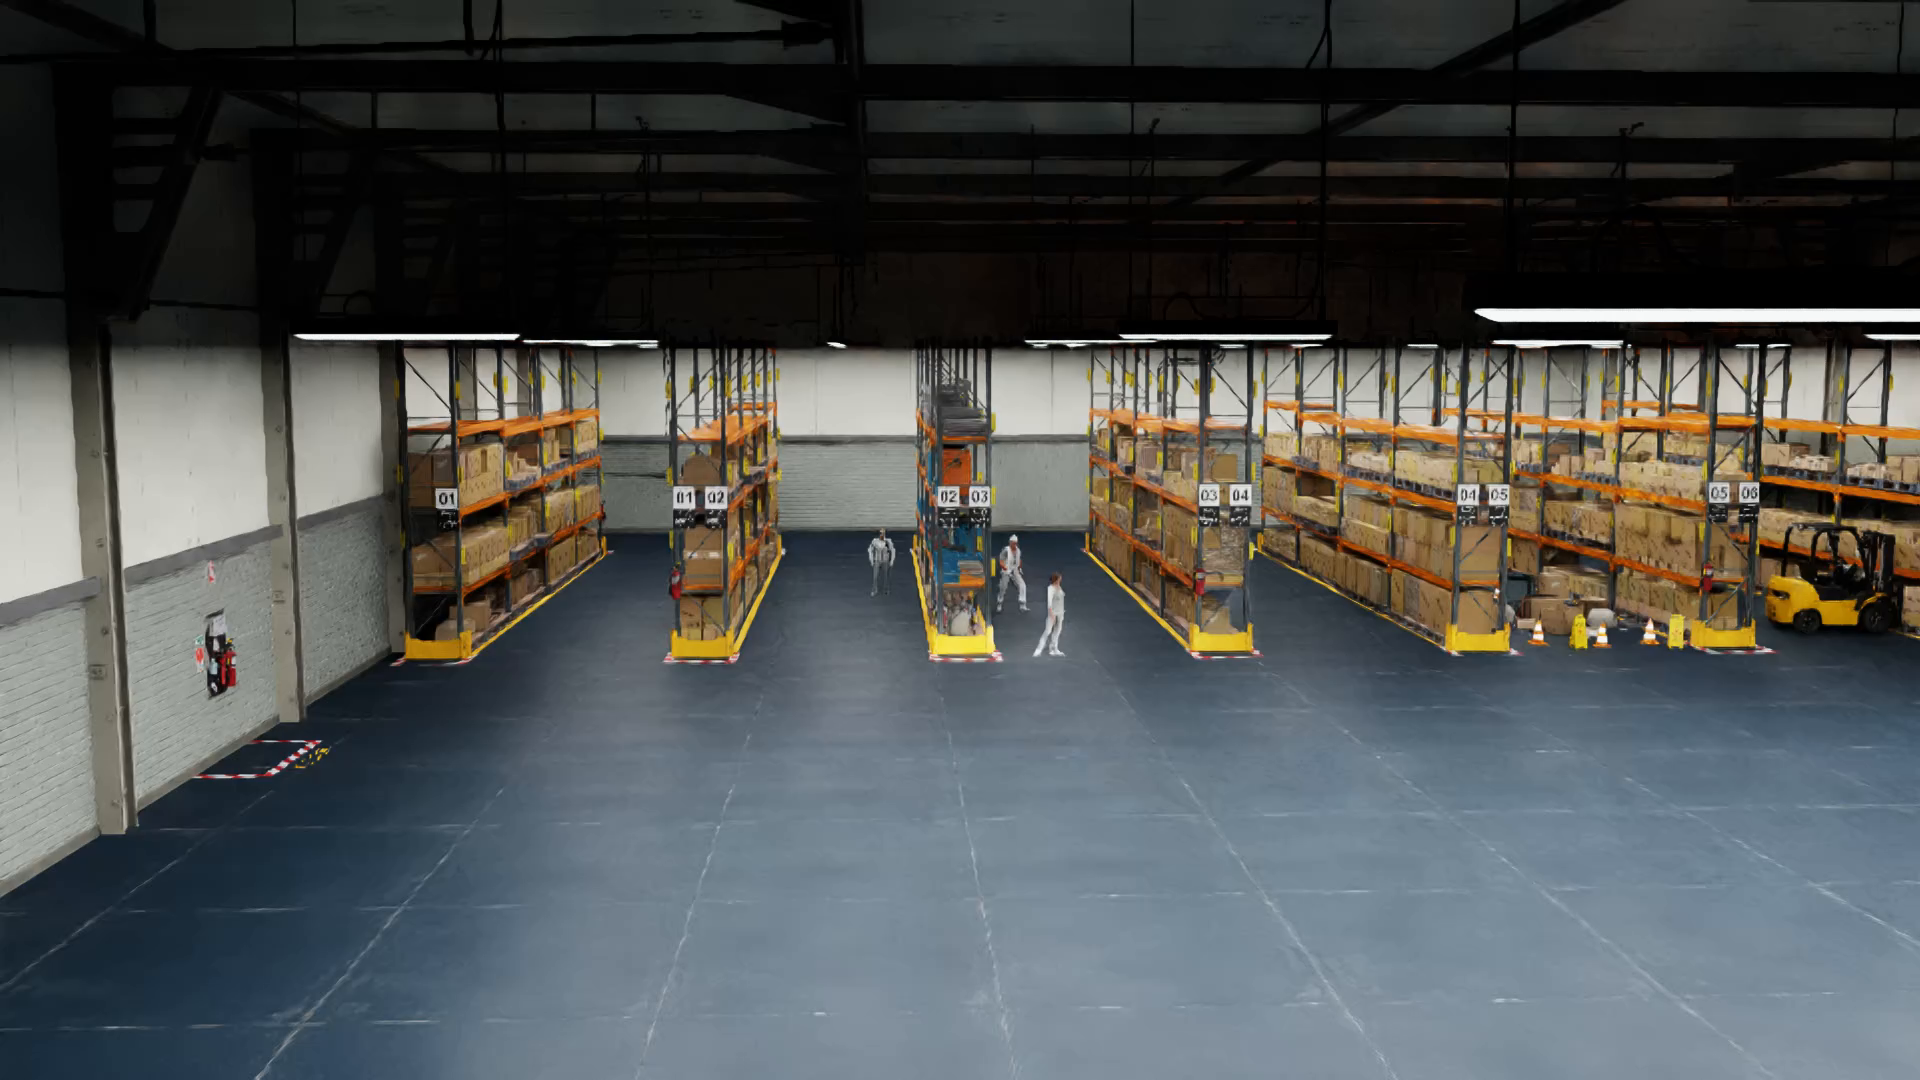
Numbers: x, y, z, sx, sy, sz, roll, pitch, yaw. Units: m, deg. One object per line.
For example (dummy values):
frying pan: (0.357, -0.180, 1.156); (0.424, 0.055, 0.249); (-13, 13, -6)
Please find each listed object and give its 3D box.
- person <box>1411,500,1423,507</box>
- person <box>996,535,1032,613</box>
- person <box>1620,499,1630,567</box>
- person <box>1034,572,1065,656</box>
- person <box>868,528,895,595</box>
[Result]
person: (12.760, -0.457, 46.632); (0.489, 1.767, 0.659); (-1, 7, -8)
person: (1.117, 0.736, 36.312); (0.668, 1.722, 0.792); (-3, 7, -26)
person: (17.680, -0.198, 44.263); (0.553, 1.771, 0.607); (2, 7, 15)
person: (1.676, 1.397, 31.230); (0.448, 1.591, 0.591); (5, 8, 37)
person: (-1.835, 0.495, 39.003); (0.639, 1.600, 0.528); (-1, 7, -5)
